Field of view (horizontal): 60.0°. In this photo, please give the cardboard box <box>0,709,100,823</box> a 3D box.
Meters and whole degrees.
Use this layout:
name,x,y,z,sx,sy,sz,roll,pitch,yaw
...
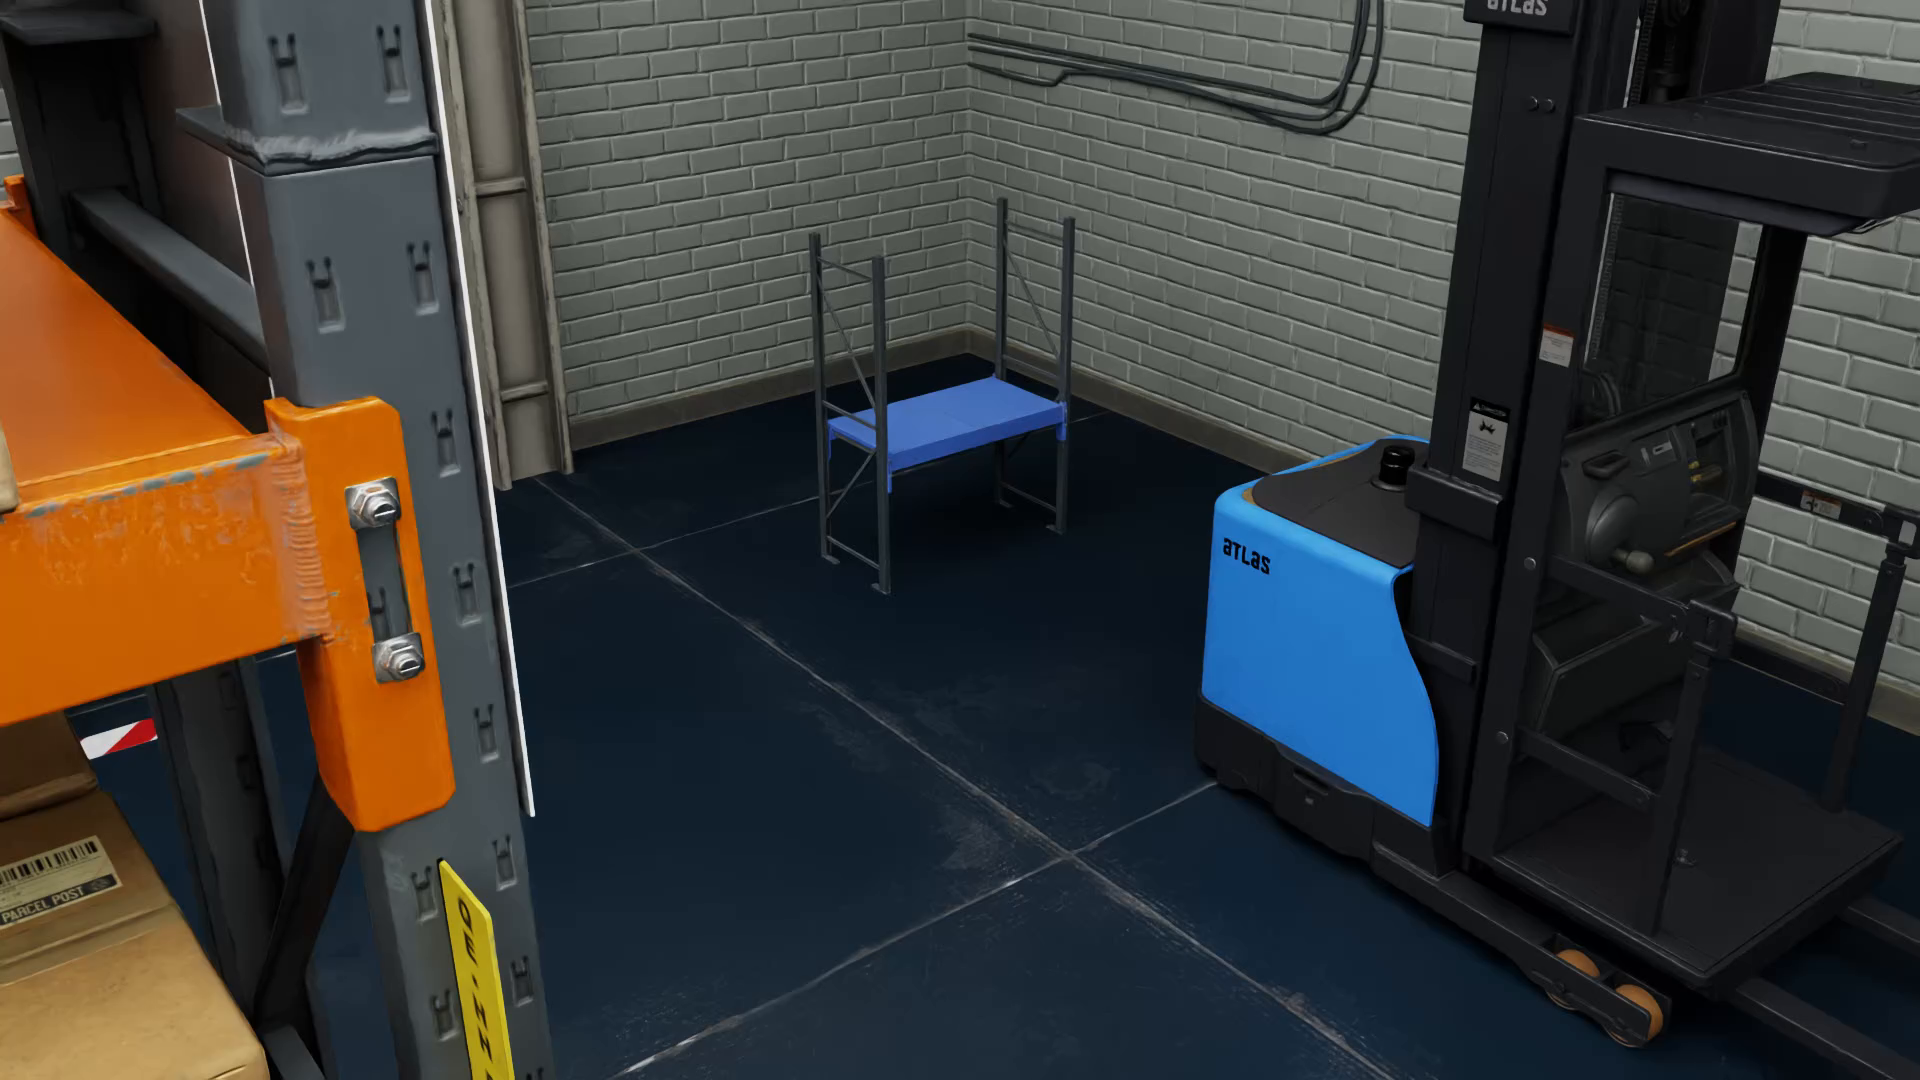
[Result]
name,x,y,z,sx,sy,sz,roll,pitch,yaw
cardboard box,-1.260,0.451,1.908,0.500,0.500,0.500,-17,30,-33

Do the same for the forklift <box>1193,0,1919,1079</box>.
name,x,y,z,sx,sy,sz,roll,pitch,yaw
forklift,2.119,-0.140,4.571,1.130,2.935,3.031,-18,30,-33

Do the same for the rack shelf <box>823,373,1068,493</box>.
name,x,y,z,sx,sy,sz,roll,pitch,yaw
rack shelf,-0.067,-0.495,7.462,1.000,0.185,0.538,-18,31,-34

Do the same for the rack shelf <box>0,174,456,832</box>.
name,x,y,z,sx,sy,sz,roll,pitch,yaw
rack shelf,-2.322,0.407,0.600,4.000,0.370,1.077,-18,31,-34

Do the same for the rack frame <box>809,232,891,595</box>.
name,x,y,z,sx,sy,sz,roll,pitch,yaw
rack frame,-0.467,-0.526,7.102,0.032,1.500,0.500,-18,31,-34

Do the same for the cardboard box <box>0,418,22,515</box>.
name,x,y,z,sx,sy,sz,roll,pitch,yaw
cardboard box,-0.990,-0.150,1.124,0.500,0.250,0.500,-18,31,-34

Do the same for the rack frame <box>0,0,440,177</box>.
name,x,y,z,sx,sy,sz,roll,pitch,yaw
rack frame,-0.749,-1.799,0.937,0.127,3.000,1.000,-18,31,-34

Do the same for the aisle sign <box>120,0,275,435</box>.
name,x,y,z,sx,sy,sz,roll,pitch,yaw
aisle sign,-0.876,-0.372,1.900,0.004,0.787,0.394,-18,31,-34

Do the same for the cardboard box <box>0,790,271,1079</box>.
name,x,y,z,sx,sy,sz,roll,pitch,yaw
cardboard box,-0.929,0.630,1.523,0.500,0.500,0.500,-19,31,-34

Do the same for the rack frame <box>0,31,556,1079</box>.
name,x,y,z,sx,sy,sz,roll,pitch,yaw
rack frame,-0.749,0.922,2.200,0.127,3.000,1.000,-18,31,-34

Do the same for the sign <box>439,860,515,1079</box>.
name,x,y,z,sx,sy,sz,roll,pitch,yaw
sign,-0.422,0.443,1.482,0.005,0.325,0.100,-18,31,-34

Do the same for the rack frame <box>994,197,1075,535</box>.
name,x,y,z,sx,sy,sz,roll,pitch,yaw
rack frame,0.333,-0.790,7.671,0.032,1.500,0.500,-18,31,-34

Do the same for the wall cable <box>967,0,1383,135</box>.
name,x,y,z,sx,sy,sz,roll,pitch,yaw
wall cable,0.863,-3.381,8.035,0.112,2.526,3.097,-18,31,-34

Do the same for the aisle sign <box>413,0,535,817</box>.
name,x,y,z,sx,sy,sz,roll,pitch,yaw
aisle sign,-0.506,-0.173,1.472,0.004,0.787,0.394,-18,31,-34

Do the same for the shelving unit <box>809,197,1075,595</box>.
name,x,y,z,sx,sy,sz,roll,pitch,yaw
shelving unit,-0.067,-0.658,7.387,1.048,1.500,0.538,-18,31,-34

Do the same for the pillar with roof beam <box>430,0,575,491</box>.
name,x,y,z,sx,sy,sz,roll,pitch,yaw
pillar with roof beam,0.439,-3.001,3.527,0.400,9.000,9.100,-18,31,-34
